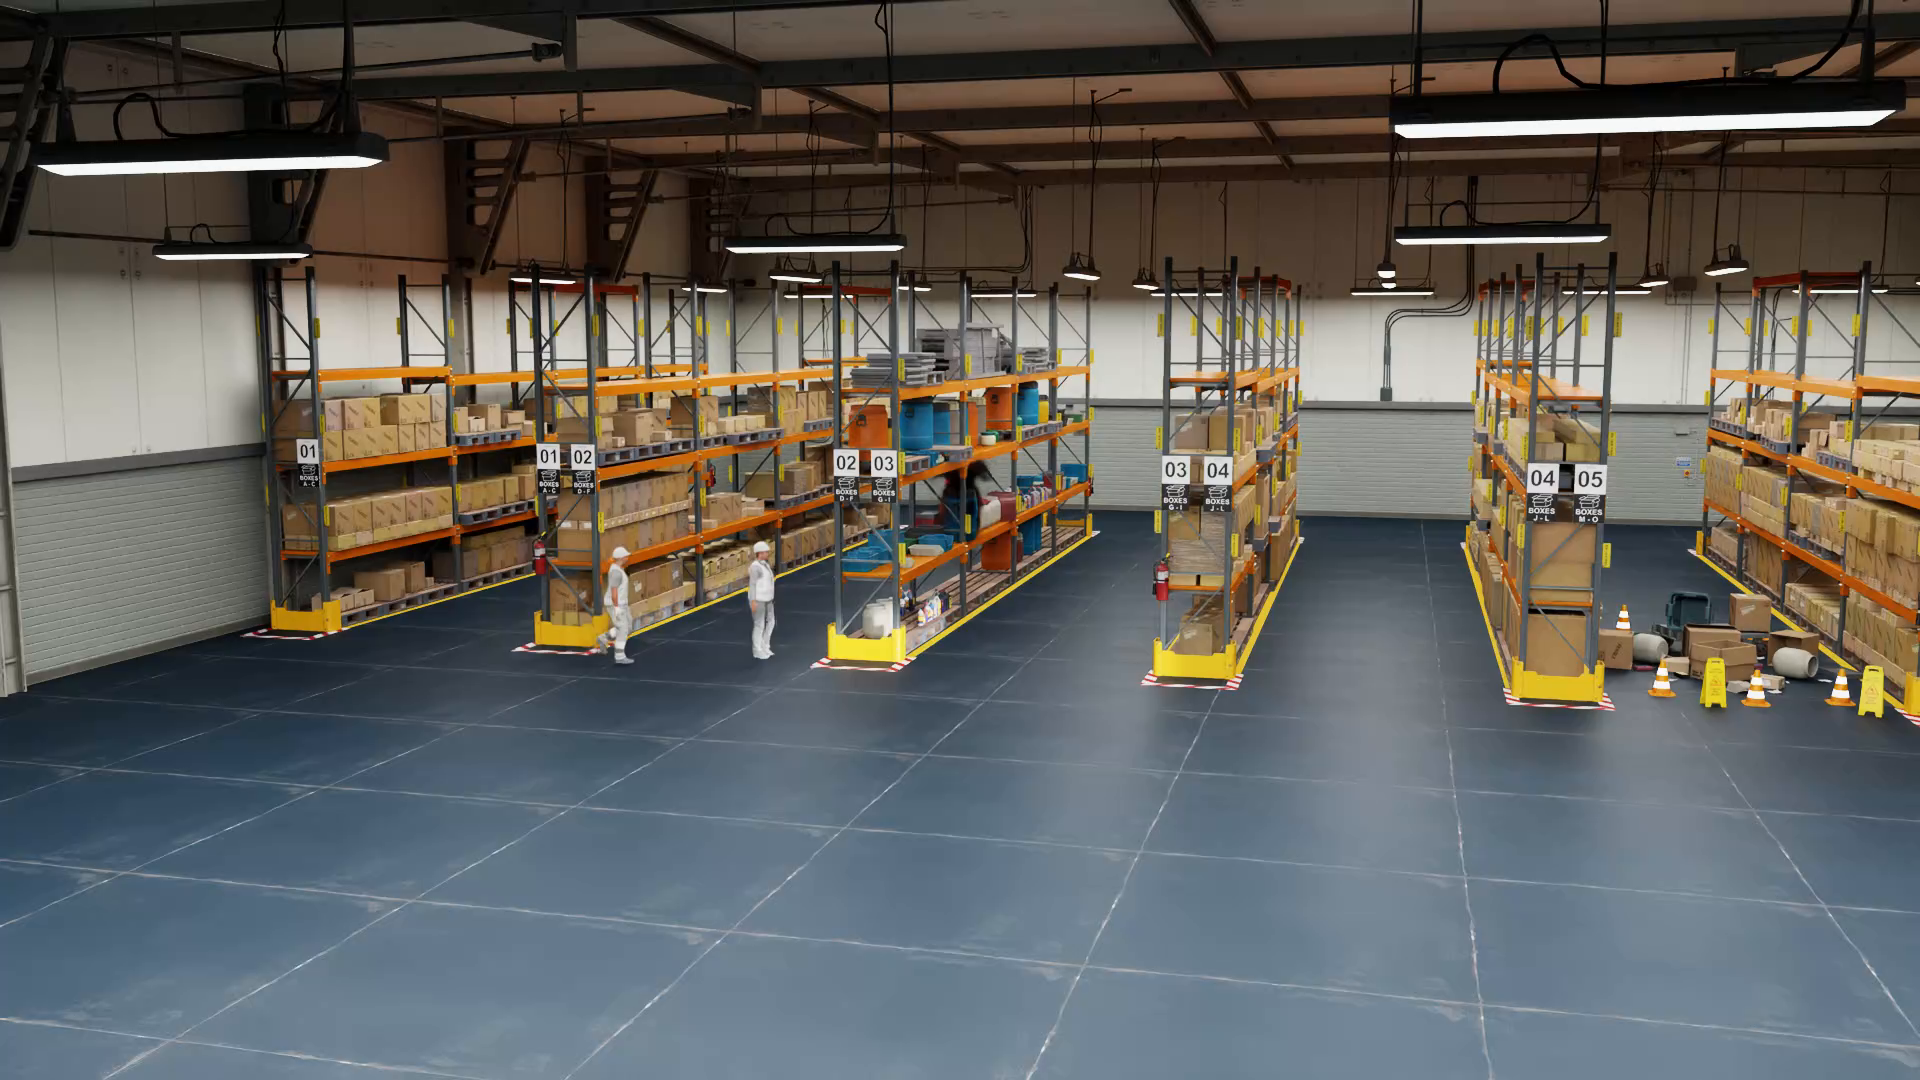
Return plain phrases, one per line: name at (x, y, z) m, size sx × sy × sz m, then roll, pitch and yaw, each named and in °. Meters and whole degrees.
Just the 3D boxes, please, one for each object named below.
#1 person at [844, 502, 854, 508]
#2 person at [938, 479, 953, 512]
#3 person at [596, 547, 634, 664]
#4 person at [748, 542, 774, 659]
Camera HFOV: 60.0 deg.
person at (-3.050, -1.719, 46.165) m, size 0.475 × 1.717 × 0.560 m, roll 4°, pitch 8°, yaw 27°
person at (-0.214, -0.474, 36.362) m, size 0.605 × 1.744 × 1.006 m, roll 3°, pitch 8°, yaw 25°
person at (-5.198, 0.972, 24.841) m, size 0.689 × 1.756 × 0.557 m, roll 2°, pitch 8°, yaw 16°
person at (-3.040, 0.939, 25.415) m, size 0.359 × 1.833 × 0.600 m, roll 2°, pitch 8°, yaw 15°
